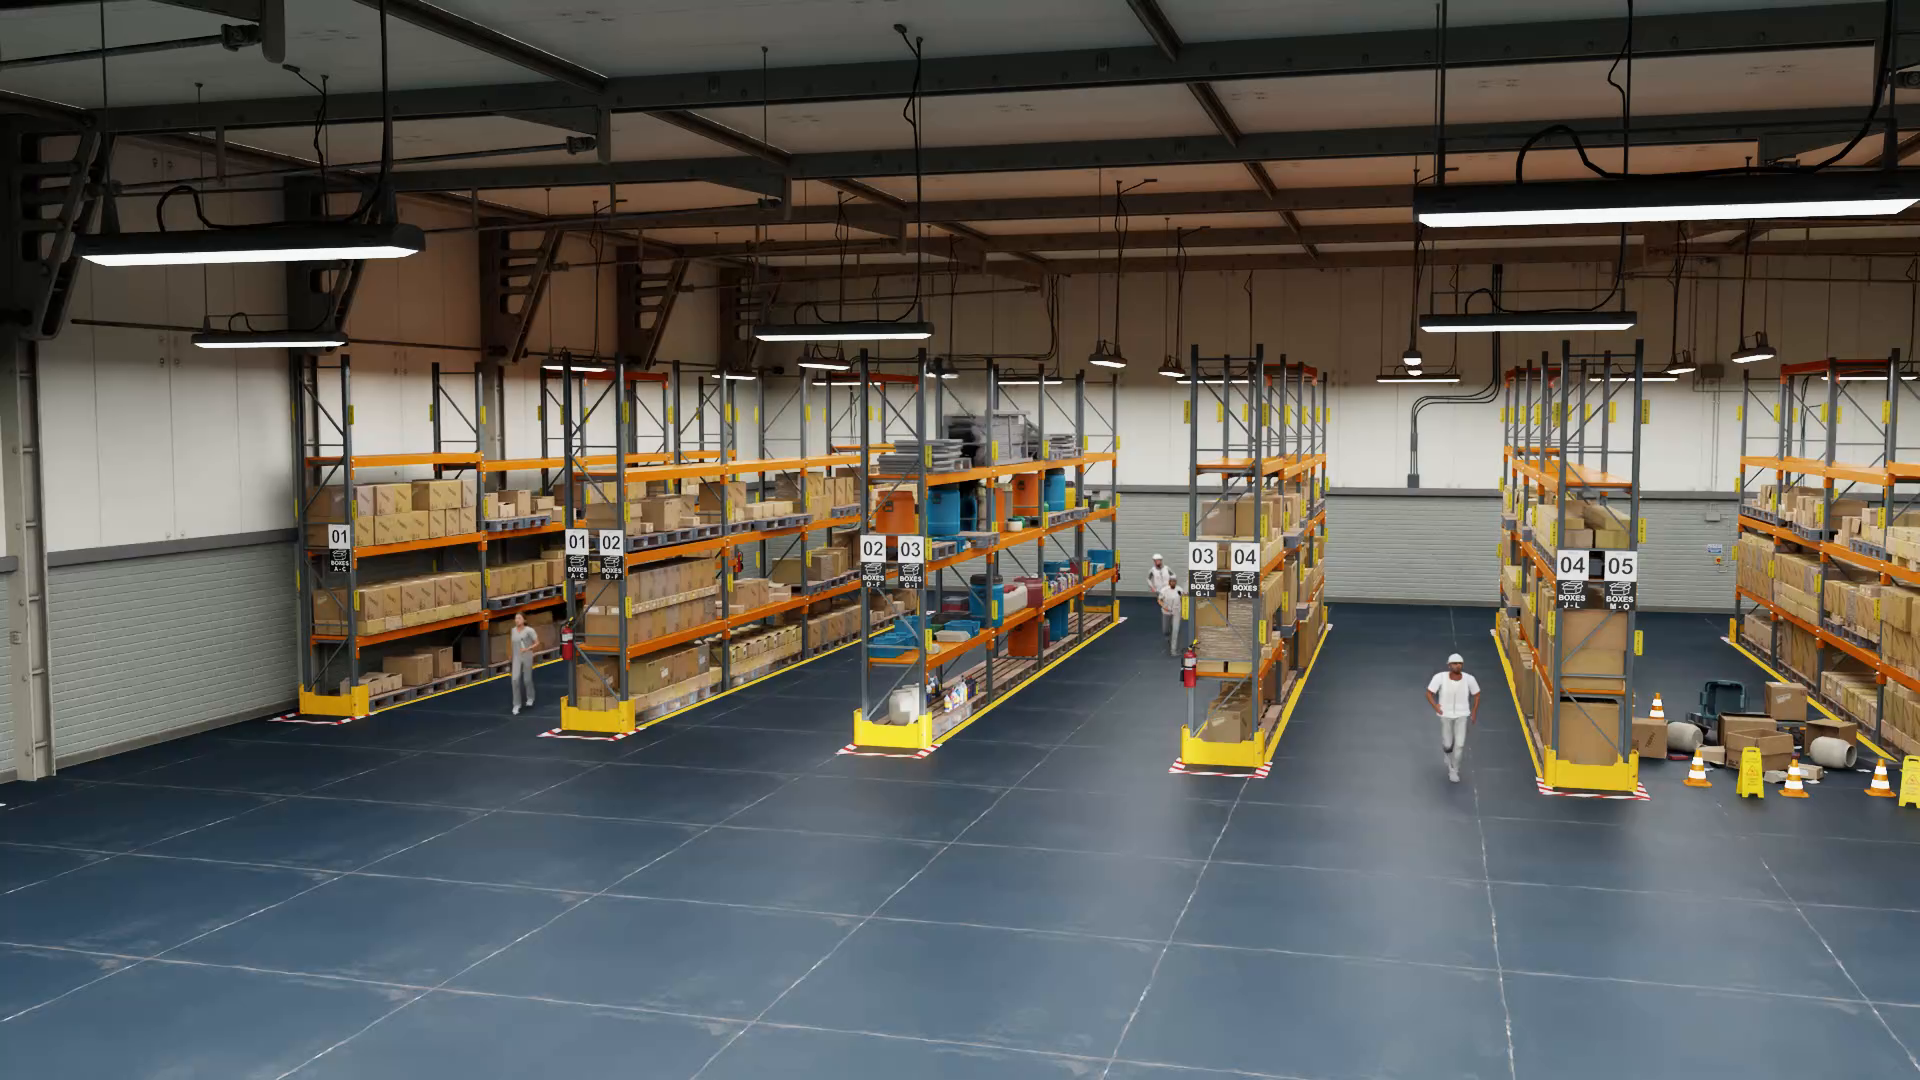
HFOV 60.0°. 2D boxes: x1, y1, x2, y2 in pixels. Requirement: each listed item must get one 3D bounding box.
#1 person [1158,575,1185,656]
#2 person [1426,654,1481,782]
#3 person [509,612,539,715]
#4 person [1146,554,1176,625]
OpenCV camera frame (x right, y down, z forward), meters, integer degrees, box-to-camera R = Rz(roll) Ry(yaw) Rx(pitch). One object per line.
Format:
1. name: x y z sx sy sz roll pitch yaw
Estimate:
1. person: 4.458 1.573 35.078 0.578 1.670 1.064 1 4 10
2. person: 6.821 2.427 22.981 0.735 1.737 0.655 1 4 12
3. person: -7.365 2.056 28.148 0.559 1.713 0.819 0 4 5
4. person: 4.858 1.181 39.798 0.794 1.693 0.688 0 4 -2
